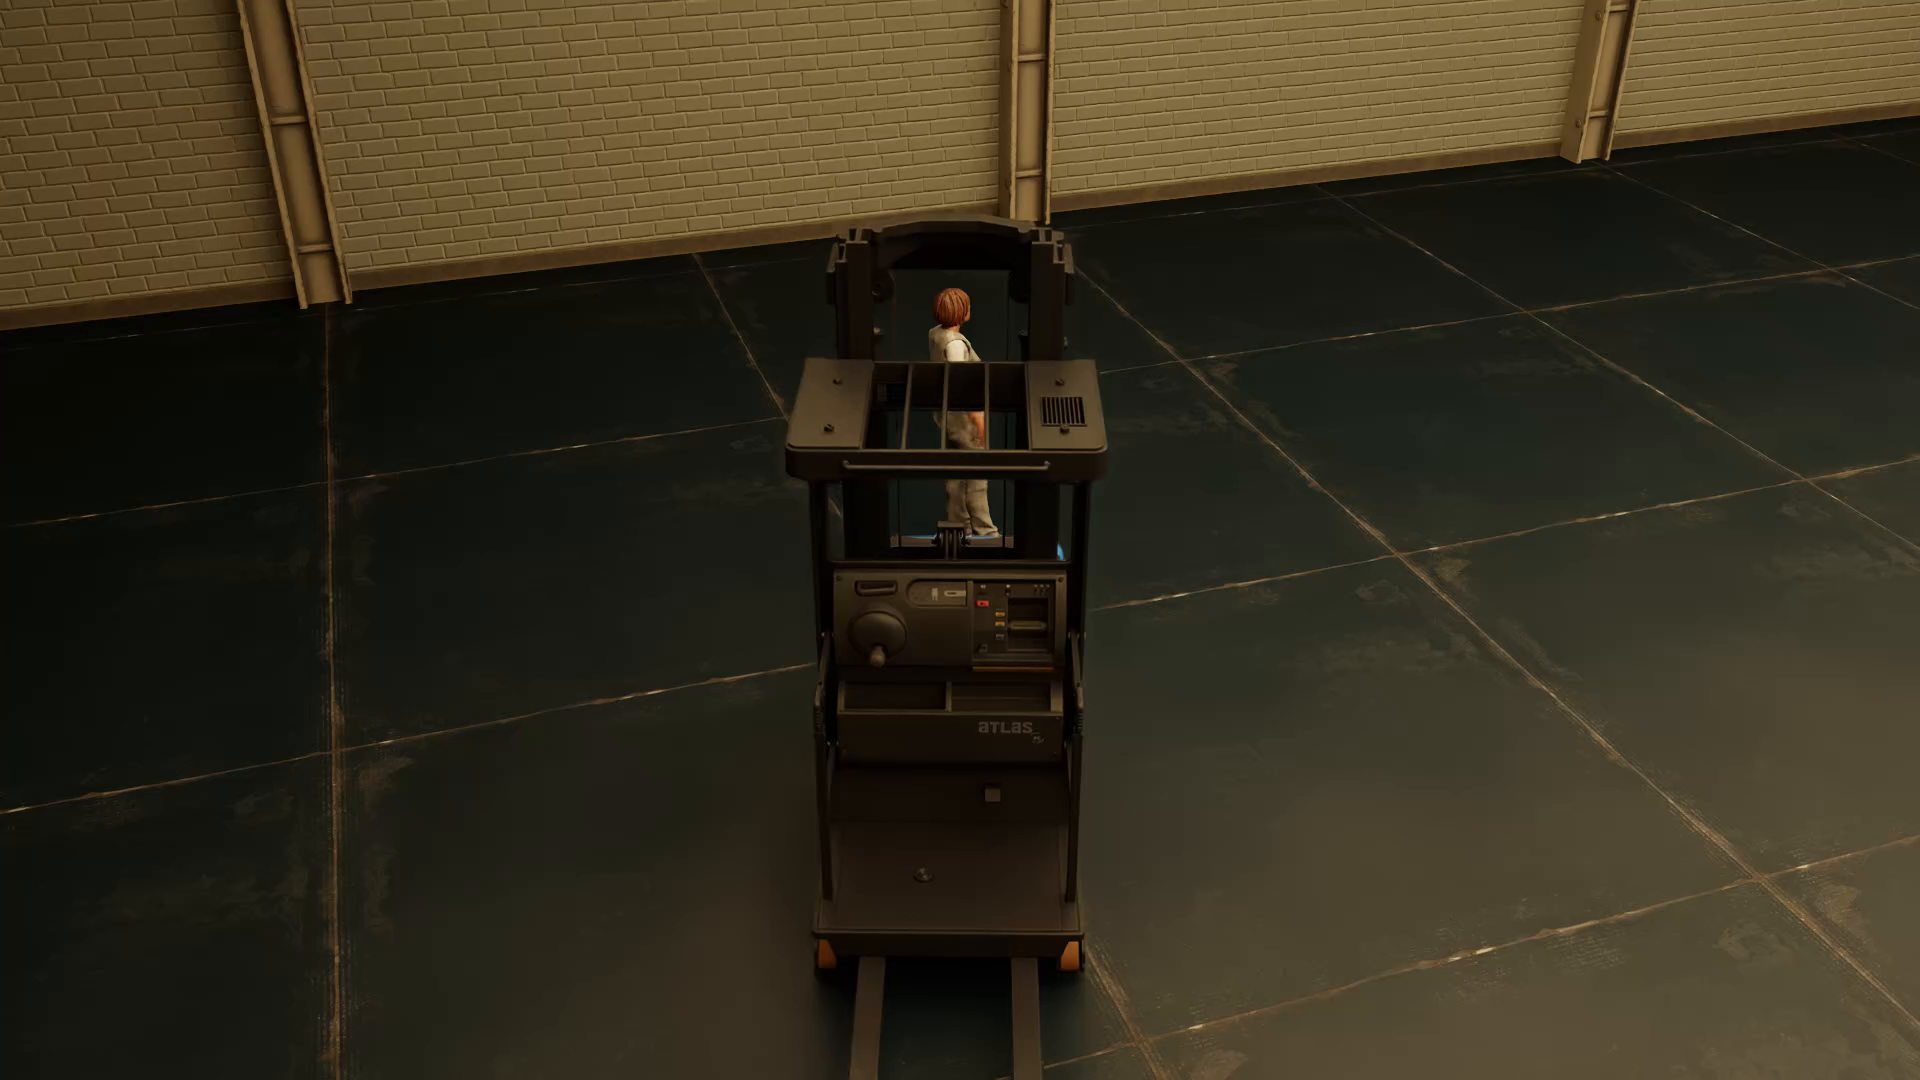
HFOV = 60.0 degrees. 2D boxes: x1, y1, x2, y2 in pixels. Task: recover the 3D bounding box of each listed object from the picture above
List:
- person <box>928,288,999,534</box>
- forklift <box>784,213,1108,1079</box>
[{"bbox_3d":[0.074,-0.703,9.632,0.475,1.597,0.520,-10,31,-16],"label":"person"},{"bbox_3d":[-0.041,0.363,6.456,1.130,2.935,3.031,0,30,1],"label":"forklift"}]
